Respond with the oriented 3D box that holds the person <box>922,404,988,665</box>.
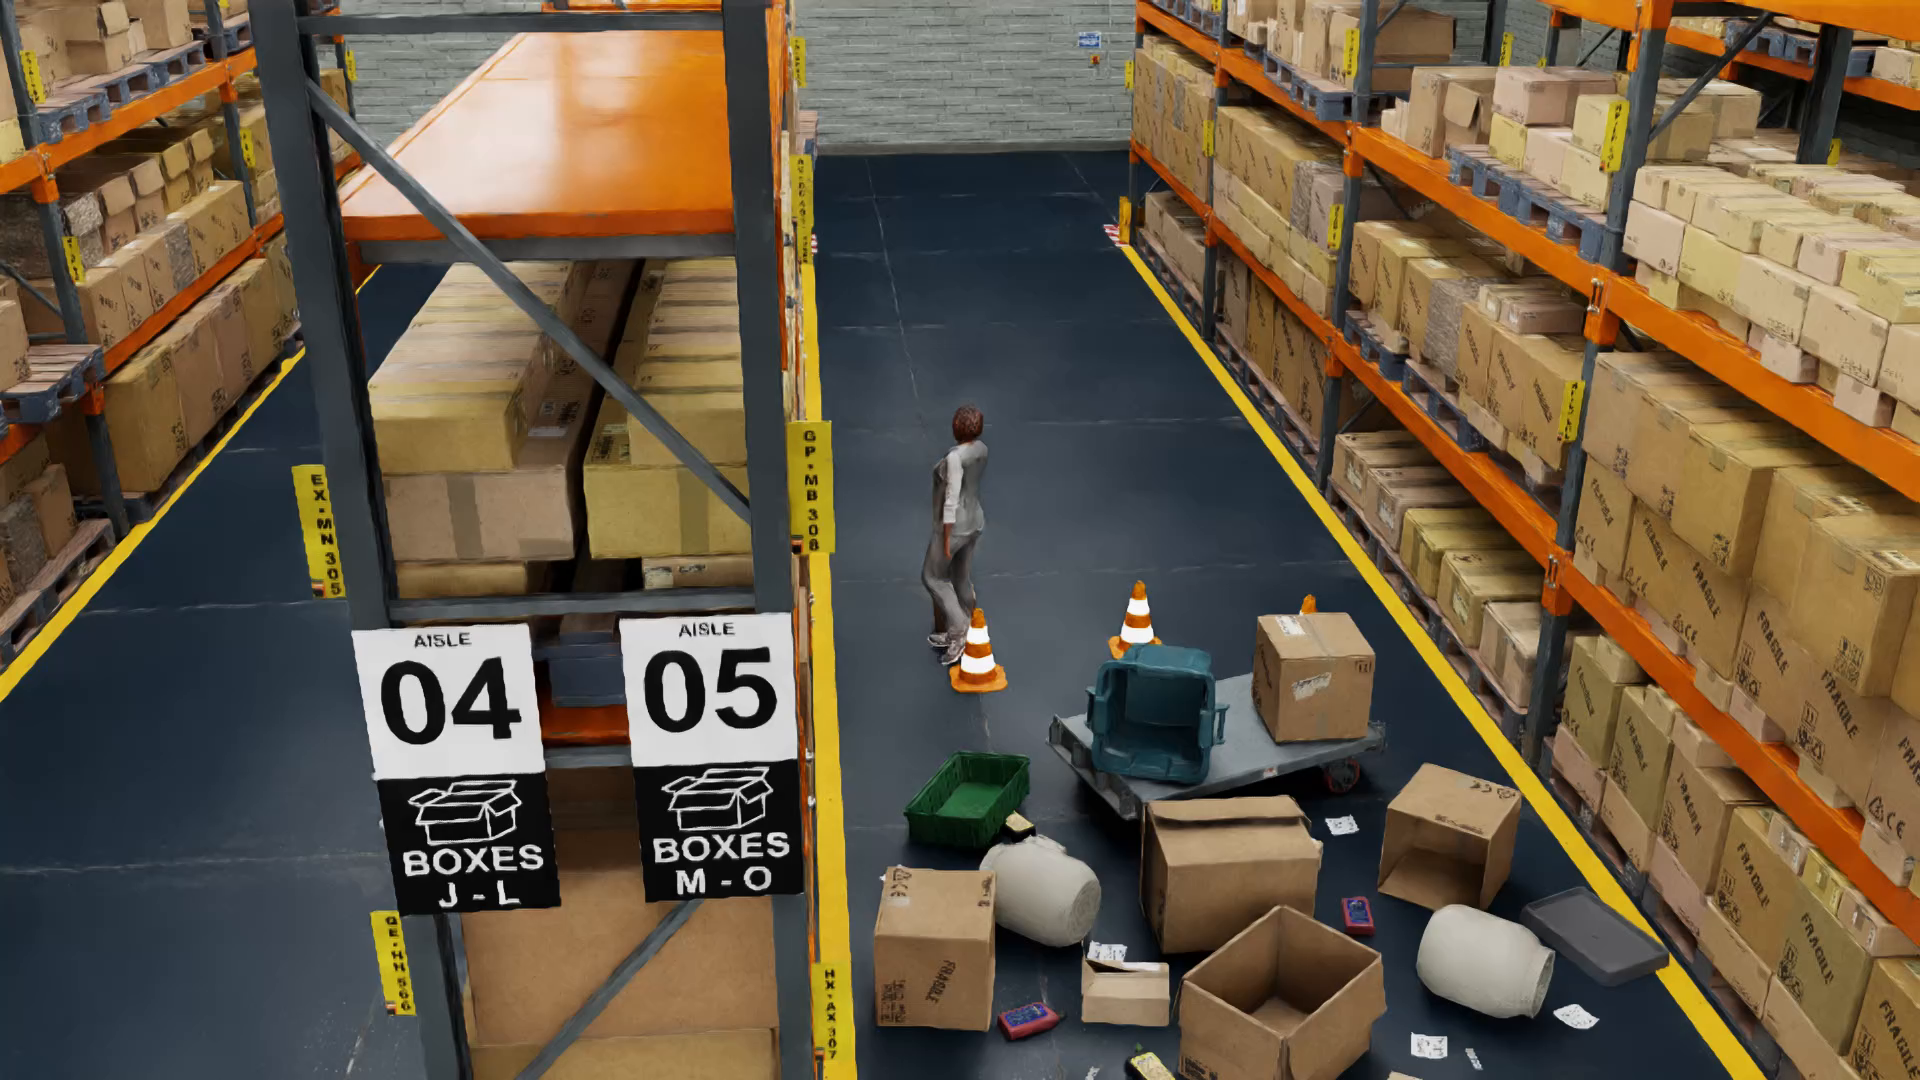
[{"bbox_3d":[-0.026,-0.045,10.210,0.390,1.596,0.508,12,27,26],"label":"person"}]
